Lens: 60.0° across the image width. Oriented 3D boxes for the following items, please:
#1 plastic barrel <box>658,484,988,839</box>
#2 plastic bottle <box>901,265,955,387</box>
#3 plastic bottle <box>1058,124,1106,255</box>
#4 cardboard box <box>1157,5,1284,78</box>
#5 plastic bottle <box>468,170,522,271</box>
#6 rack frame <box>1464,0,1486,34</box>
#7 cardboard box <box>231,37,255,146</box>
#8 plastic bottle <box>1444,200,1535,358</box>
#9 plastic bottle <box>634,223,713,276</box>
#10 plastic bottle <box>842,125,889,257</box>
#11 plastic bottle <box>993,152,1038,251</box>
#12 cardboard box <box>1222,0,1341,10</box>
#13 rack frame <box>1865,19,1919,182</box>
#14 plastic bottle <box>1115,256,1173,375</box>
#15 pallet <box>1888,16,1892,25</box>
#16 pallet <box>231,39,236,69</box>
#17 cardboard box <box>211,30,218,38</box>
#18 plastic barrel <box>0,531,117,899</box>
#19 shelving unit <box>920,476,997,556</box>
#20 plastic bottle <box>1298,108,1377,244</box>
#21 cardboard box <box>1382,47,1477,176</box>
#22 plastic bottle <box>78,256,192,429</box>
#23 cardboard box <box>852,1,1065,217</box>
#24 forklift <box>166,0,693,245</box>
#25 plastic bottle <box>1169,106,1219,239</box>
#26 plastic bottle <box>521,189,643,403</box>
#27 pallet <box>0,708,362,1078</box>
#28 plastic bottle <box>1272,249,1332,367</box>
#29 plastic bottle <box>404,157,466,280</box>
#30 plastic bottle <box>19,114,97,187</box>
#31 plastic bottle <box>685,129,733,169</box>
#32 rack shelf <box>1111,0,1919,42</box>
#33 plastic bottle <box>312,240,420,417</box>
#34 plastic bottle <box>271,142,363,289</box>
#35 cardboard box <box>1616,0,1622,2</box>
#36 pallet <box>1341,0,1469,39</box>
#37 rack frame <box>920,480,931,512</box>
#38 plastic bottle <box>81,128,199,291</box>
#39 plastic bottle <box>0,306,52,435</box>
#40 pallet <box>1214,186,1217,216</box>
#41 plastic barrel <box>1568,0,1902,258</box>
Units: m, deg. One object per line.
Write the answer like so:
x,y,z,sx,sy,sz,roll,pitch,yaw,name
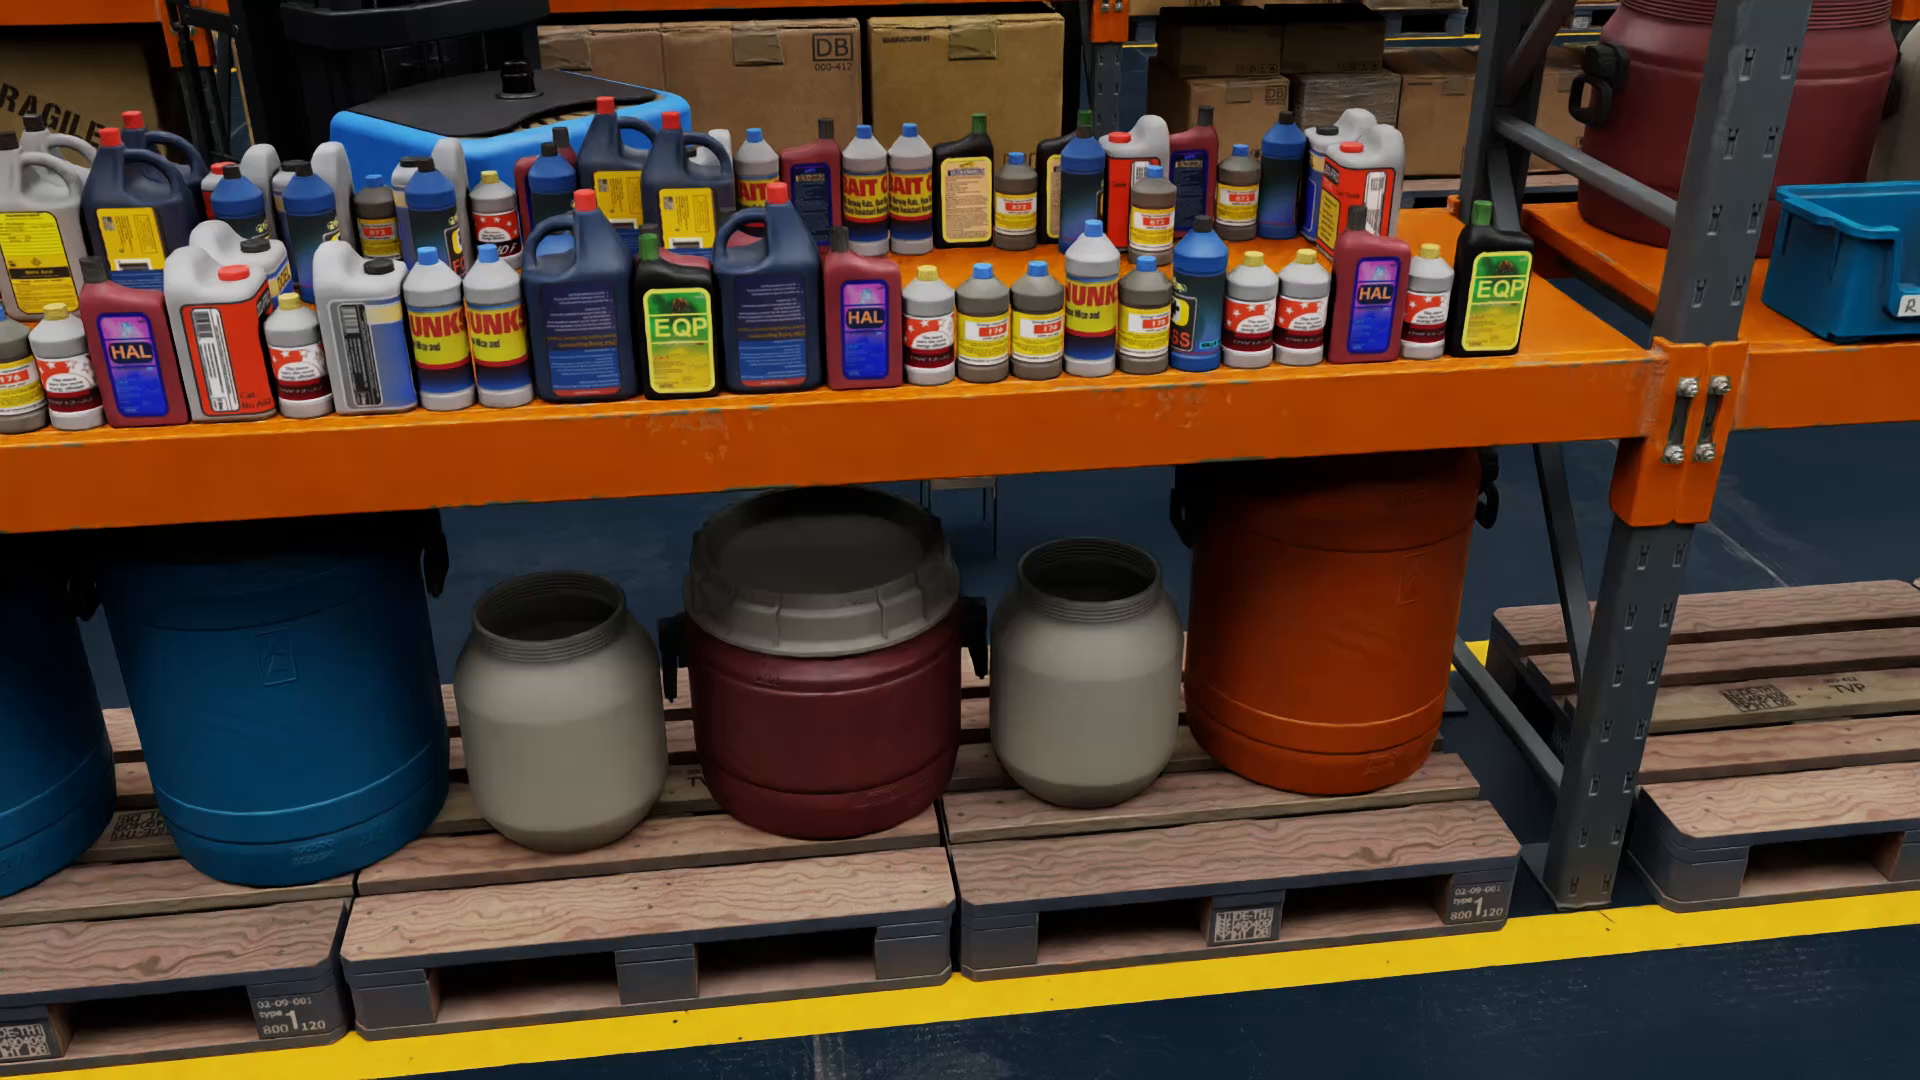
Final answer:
-0.296,0.251,3.656,0.708,0.588,0.600,-4,27,-7,plastic barrel
-0.057,-0.381,2.925,0.097,0.201,0.097,0,27,0,plastic bottle
0.263,-0.755,3.576,0.097,0.271,0.097,0,27,0,plastic bottle
1.274,-2.458,8.189,0.500,0.250,0.500,-3,27,-5,cardboard box
-0.976,-0.672,3.492,0.097,0.201,0.097,0,27,0,plastic bottle
3.985,-5.488,12.659,0.127,3.000,1.000,-4,27,-7,rack frame
-2.716,-2.021,7.771,0.875,0.875,1.225,-4,27,-7,cardboard box
0.963,-0.475,3.018,0.133,0.283,0.061,-4,27,-7,plastic bottle
-0.492,-0.409,2.890,0.133,0.283,0.061,-4,27,-7,plastic bottle
-0.203,-0.753,3.573,0.097,0.271,0.097,0,27,0,plastic bottle
0.122,-0.743,3.629,0.097,0.201,0.097,0,27,0,plastic bottle
2.427,-4.534,12.804,0.750,0.750,1.050,-4,27,-7,cardboard box
4.575,-3.239,8.277,0.127,3.000,1.000,-4,27,-7,rack frame
0.329,-0.406,2.973,0.097,0.201,0.097,0,27,0,plastic bottle
7.165,-4.415,13.623,1.213,0.211,1.003,-4,27,-7,pallet
-4.598,-3.679,12.189,1.213,0.211,1.003,-4,27,-7,pallet
-5.303,-3.652,11.745,0.250,0.149,0.380,-4,27,-7,cardboard box
-2.115,0.229,3.357,0.708,0.901,0.600,-4,27,-7,plastic barrel
-0.008,-0.400,5.044,0.210,0.900,0.258,-4,27,-7,shelving unit
0.831,-0.809,3.676,0.135,0.276,0.152,-4,27,-7,plastic bottle
2.383,-2.200,8.508,0.500,0.500,0.700,-1,27,-3,cardboard box
-1.354,-0.326,2.727,0.133,0.283,0.061,-4,27,-7,plastic bottle
-0.072,-2.191,8.103,0.875,0.875,1.225,-5,28,-10,cardboard box
-2.422,-2.229,6.383,3.031,2.935,1.130,21,34,35,forklift
0.499,-0.812,3.674,0.133,0.283,0.061,-4,27,-7,plastic bottle
-0.647,-0.421,2.838,0.185,0.351,0.144,-4,27,-7,plastic bottle
-1.887,0.719,3.617,1.213,0.211,1.003,-4,27,-7,pallet
0.618,-0.425,3.009,0.097,0.201,0.097,0,27,0,plastic bottle
-1.051,-0.628,3.330,0.097,0.271,0.097,0,27,0,plastic bottle
-1.792,-0.675,3.335,0.185,0.351,0.144,-4,27,-7,plastic bottle
-0.542,-0.721,3.505,0.135,0.276,0.152,-4,27,-7,plastic bottle
2.595,-2.792,8.193,4.000,0.370,1.077,-4,27,-7,rack shelf
-0.998,-0.367,2.815,0.135,0.276,0.152,-4,27,-7,plastic bottle
-1.317,-0.671,3.408,0.135,0.276,0.152,-4,27,-7,plastic bottle
5.509,-4.796,13.180,0.875,0.875,0.875,-3,27,-7,cardboard box
3.231,-4.164,13.134,1.213,0.211,1.003,-4,27,-7,pallet
-0.109,-0.393,5.031,0.006,0.900,0.240,-4,27,-7,rack frame
-1.589,-0.622,3.231,0.185,0.351,0.144,-4,27,-7,plastic bottle
-1.568,-0.284,2.736,0.097,0.201,0.097,0,27,0,plastic bottle
1.389,-1.793,8.513,1.213,0.211,1.003,-4,27,-7,pallet
1.722,-0.972,3.710,0.708,0.536,0.600,-4,27,-7,plastic barrel
